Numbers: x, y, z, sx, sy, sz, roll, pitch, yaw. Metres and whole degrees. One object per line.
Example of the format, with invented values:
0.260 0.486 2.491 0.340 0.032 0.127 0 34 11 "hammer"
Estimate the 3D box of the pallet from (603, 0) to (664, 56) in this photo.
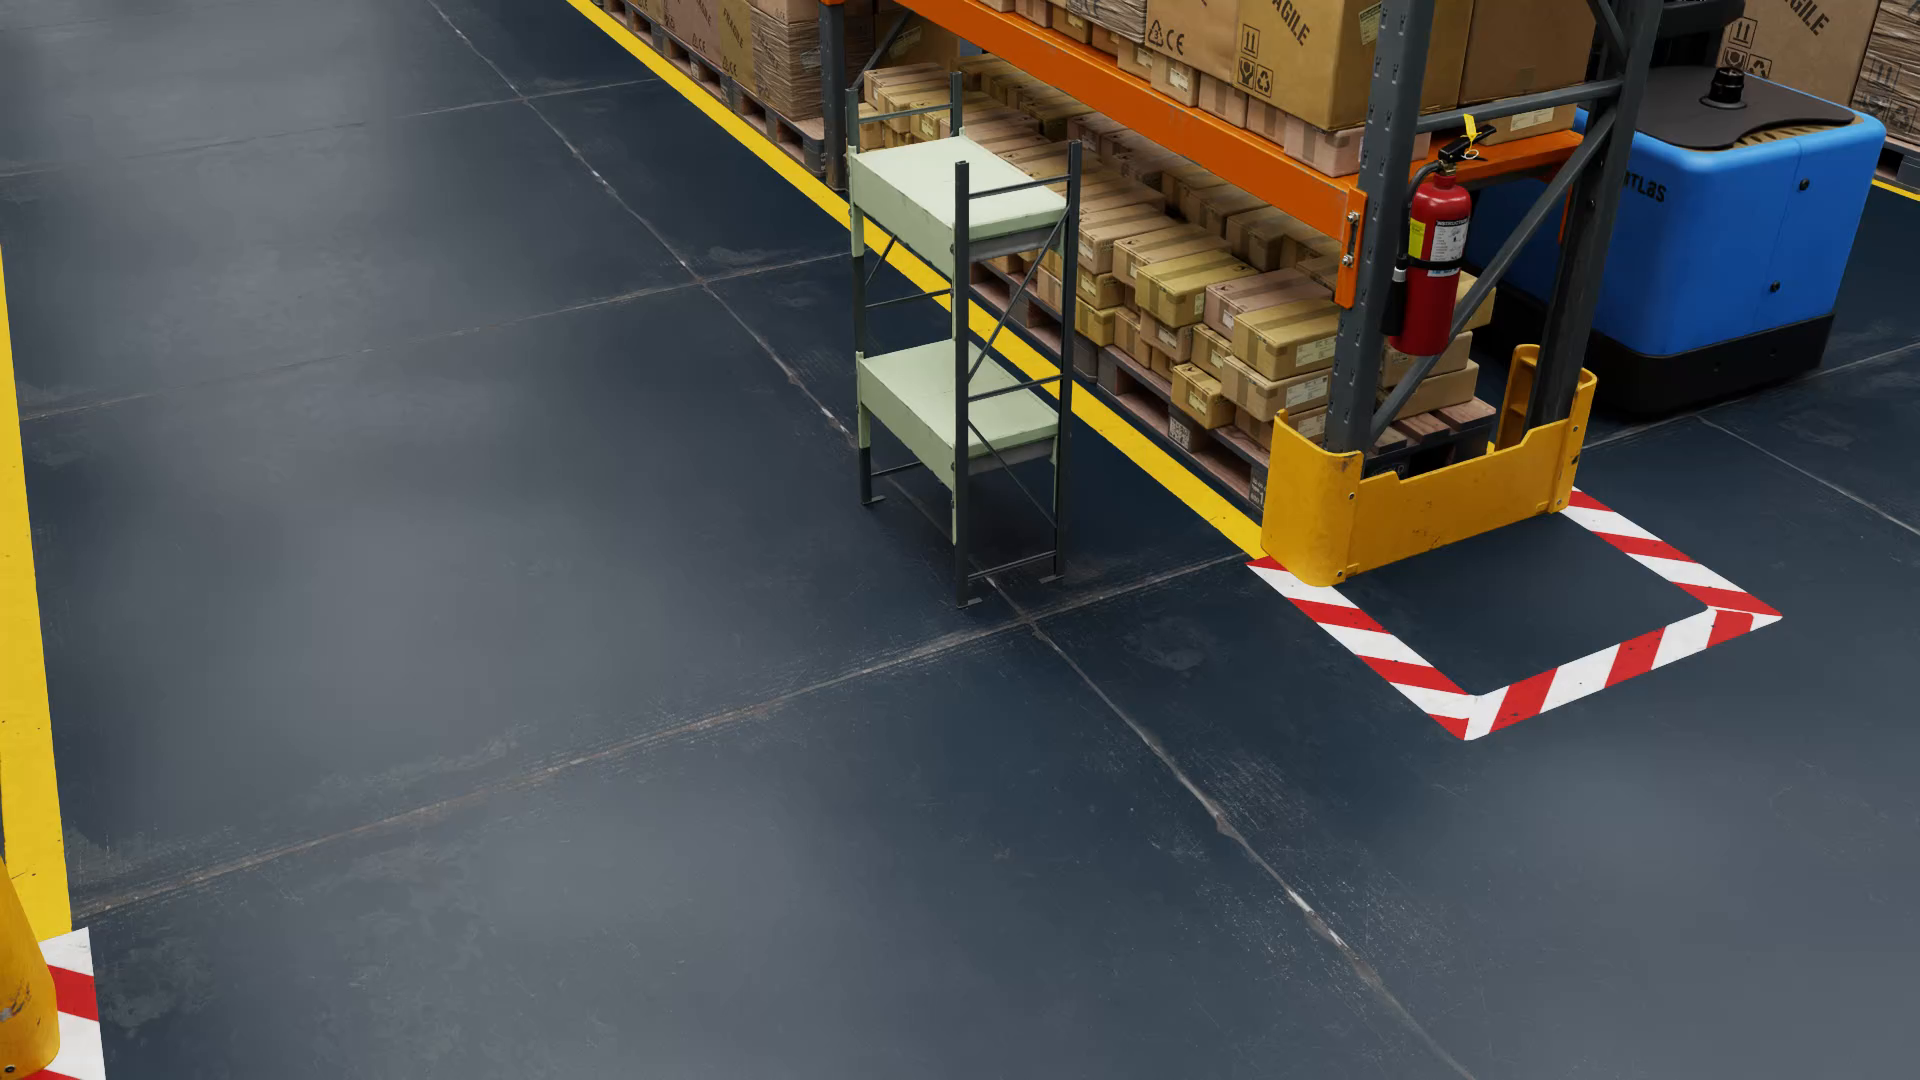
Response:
-1.725 -3.557 11.106 1.003 0.211 1.213 -16 36 -23 "pallet"

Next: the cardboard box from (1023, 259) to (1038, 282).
0.493 -1.202 7.099 0.380 0.149 0.250 -15 36 -22 "cardboard box"

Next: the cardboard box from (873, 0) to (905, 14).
-0.334 -3.054 8.970 0.500 0.250 0.500 -18 37 -25 "cardboard box"

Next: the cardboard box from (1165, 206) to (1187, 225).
0.960 -1.314 6.997 0.380 0.149 0.250 -14 35 -21 "cardboard box"

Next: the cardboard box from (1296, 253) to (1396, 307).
1.463 -0.950 6.154 0.380 0.149 0.250 -15 36 -22 "cardboard box"

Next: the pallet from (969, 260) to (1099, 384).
0.694 -1.127 7.313 1.003 0.211 1.213 -16 36 -23 "pallet"

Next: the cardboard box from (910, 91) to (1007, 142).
-0.008 -1.951 7.717 0.380 0.149 0.250 -16 36 -24 "cardboard box"

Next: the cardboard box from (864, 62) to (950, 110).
-0.246 -2.206 8.114 0.380 0.149 0.250 -14 35 -21 "cardboard box"

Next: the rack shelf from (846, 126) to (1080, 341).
-0.003 -0.963 5.140 0.431 0.370 0.720 -16 36 -23 "rack shelf"

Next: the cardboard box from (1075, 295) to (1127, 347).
0.654 -0.927 6.670 0.380 0.149 0.250 -18 37 -25 "cardboard box"

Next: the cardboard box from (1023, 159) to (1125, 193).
0.460 -1.453 6.940 0.380 0.149 0.250 -16 36 -23 "cardboard box"

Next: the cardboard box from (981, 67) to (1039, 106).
0.327 -2.206 8.115 0.380 0.149 0.250 -15 36 -23 "cardboard box"

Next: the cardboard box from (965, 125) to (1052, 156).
0.180 -1.690 7.310 0.380 0.149 0.250 -15 36 -22 "cardboard box"

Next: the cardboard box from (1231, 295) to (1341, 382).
1.171 -0.702 5.767 0.380 0.149 0.250 -15 36 -23 "cardboard box"

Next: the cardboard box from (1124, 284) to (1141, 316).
0.865 -0.970 6.461 0.380 0.149 0.250 -16 36 -24 "cardboard box"

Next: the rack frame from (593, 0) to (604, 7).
-2.088 -5.104 10.936 1.000 3.000 0.127 -16 36 -23 "rack frame"

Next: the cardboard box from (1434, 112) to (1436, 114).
1.625 -1.529 5.588 0.380 0.149 0.250 -15 35 -21 "cardboard box"

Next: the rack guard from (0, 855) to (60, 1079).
-2.679 1.071 3.615 1.175 0.500 0.348 -16 36 -23 "rack guard"

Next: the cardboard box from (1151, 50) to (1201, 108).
0.887 -1.625 5.739 0.380 0.149 0.250 -15 36 -22 "cardboard box"

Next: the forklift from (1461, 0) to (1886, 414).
2.395 -2.496 6.928 1.130 2.935 3.031 -15 35 -21 "forklift"

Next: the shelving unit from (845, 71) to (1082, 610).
-0.003 -0.635 5.350 0.431 1.500 0.755 -16 36 -23 "shelving unit"

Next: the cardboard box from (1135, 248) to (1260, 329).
0.871 -0.928 6.120 0.380 0.149 0.250 -17 36 -24 "cardboard box"

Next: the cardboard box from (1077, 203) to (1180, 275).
0.632 -1.182 6.516 0.380 0.149 0.250 -15 35 -21 "cardboard box"

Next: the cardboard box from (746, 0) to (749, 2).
-1.022 -3.176 9.159 0.500 0.250 0.500 -14 35 -21 "cardboard box"

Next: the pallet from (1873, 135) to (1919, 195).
5.070 -2.255 9.074 1.003 0.211 1.213 -16 36 -23 "pallet"

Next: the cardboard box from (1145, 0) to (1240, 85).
0.969 -1.851 5.489 0.500 0.500 0.500 -16 36 -24 "cardboard box"

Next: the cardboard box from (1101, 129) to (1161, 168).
0.846 -1.714 7.347 0.380 0.149 0.250 -17 36 -25 "cardboard box"

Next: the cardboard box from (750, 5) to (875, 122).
-0.791 -2.609 8.970 0.500 0.500 0.500 -17 36 -24 "cardboard box"

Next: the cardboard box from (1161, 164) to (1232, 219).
1.067 -1.472 6.969 0.380 0.149 0.250 -15 36 -22 "cardboard box"

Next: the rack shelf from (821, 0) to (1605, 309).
0.709 -1.938 6.661 1.077 0.370 4.000 -16 36 -23 "rack shelf"

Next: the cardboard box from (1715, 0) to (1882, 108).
4.868 -2.912 9.095 0.875 0.875 0.875 -16 36 -23 "cardboard box"

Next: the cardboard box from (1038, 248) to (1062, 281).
0.543 -1.187 6.799 0.380 0.149 0.250 -14 35 -21 "cardboard box"

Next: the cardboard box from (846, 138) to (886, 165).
-0.338 -1.917 8.215 0.380 0.149 0.250 -18 37 -25 "cardboard box"

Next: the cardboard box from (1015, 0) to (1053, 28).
0.442 -2.140 6.542 0.380 0.149 0.250 -14 35 -21 "cardboard box"

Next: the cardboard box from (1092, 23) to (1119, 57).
0.717 -1.902 6.171 0.380 0.149 0.250 -17 37 -25 "cardboard box"

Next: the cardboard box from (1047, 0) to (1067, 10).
0.501 -2.331 6.239 0.500 0.500 0.500 -14 35 -21 "cardboard box"

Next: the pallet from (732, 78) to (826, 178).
-0.587 -2.392 9.288 1.003 0.211 1.213 -16 36 -23 "pallet"

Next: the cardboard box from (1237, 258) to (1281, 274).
1.331 -1.092 6.651 0.380 0.149 0.250 -15 35 -22 "cardboard box"

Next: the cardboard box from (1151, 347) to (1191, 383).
0.955 -0.707 6.326 0.380 0.149 0.250 -16 36 -23 "cardboard box"

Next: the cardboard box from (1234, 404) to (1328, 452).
1.212 -0.462 5.943 0.380 0.149 0.250 -15 36 -22 "cardboard box"

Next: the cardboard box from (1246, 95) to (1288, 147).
1.157 -1.393 5.377 0.380 0.149 0.250 -16 36 -23 "cardboard box"

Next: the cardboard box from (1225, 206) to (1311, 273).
1.270 -1.200 6.545 0.380 0.149 0.250 -18 37 -25 "cardboard box"

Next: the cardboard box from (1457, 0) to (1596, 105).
1.677 -1.737 5.313 0.500 0.500 0.500 -14 35 -21 "cardboard box"

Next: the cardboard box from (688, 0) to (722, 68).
-1.265 -3.100 9.736 0.500 0.500 0.500 -17 36 -24 "cardboard box"

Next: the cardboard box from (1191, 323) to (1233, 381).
1.069 -0.706 6.050 0.380 0.149 0.250 -17 36 -24 "cardboard box"

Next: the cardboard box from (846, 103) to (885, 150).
-0.337 -2.043 8.137 0.380 0.149 0.250 -14 35 -21 "cardboard box"

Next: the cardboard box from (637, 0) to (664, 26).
-1.747 -3.588 10.497 0.500 0.500 0.500 -15 36 -23 "cardboard box"

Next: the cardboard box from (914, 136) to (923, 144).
0.006 -1.838 7.816 0.380 0.149 0.250 -16 36 -23 "cardboard box"

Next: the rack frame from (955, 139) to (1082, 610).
0.168 -0.460 5.078 0.400 1.500 0.023 -16 36 -23 "rack frame"

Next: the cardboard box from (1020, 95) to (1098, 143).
0.502 -1.945 7.708 0.380 0.149 0.250 -15 35 -22 "cardboard box"
